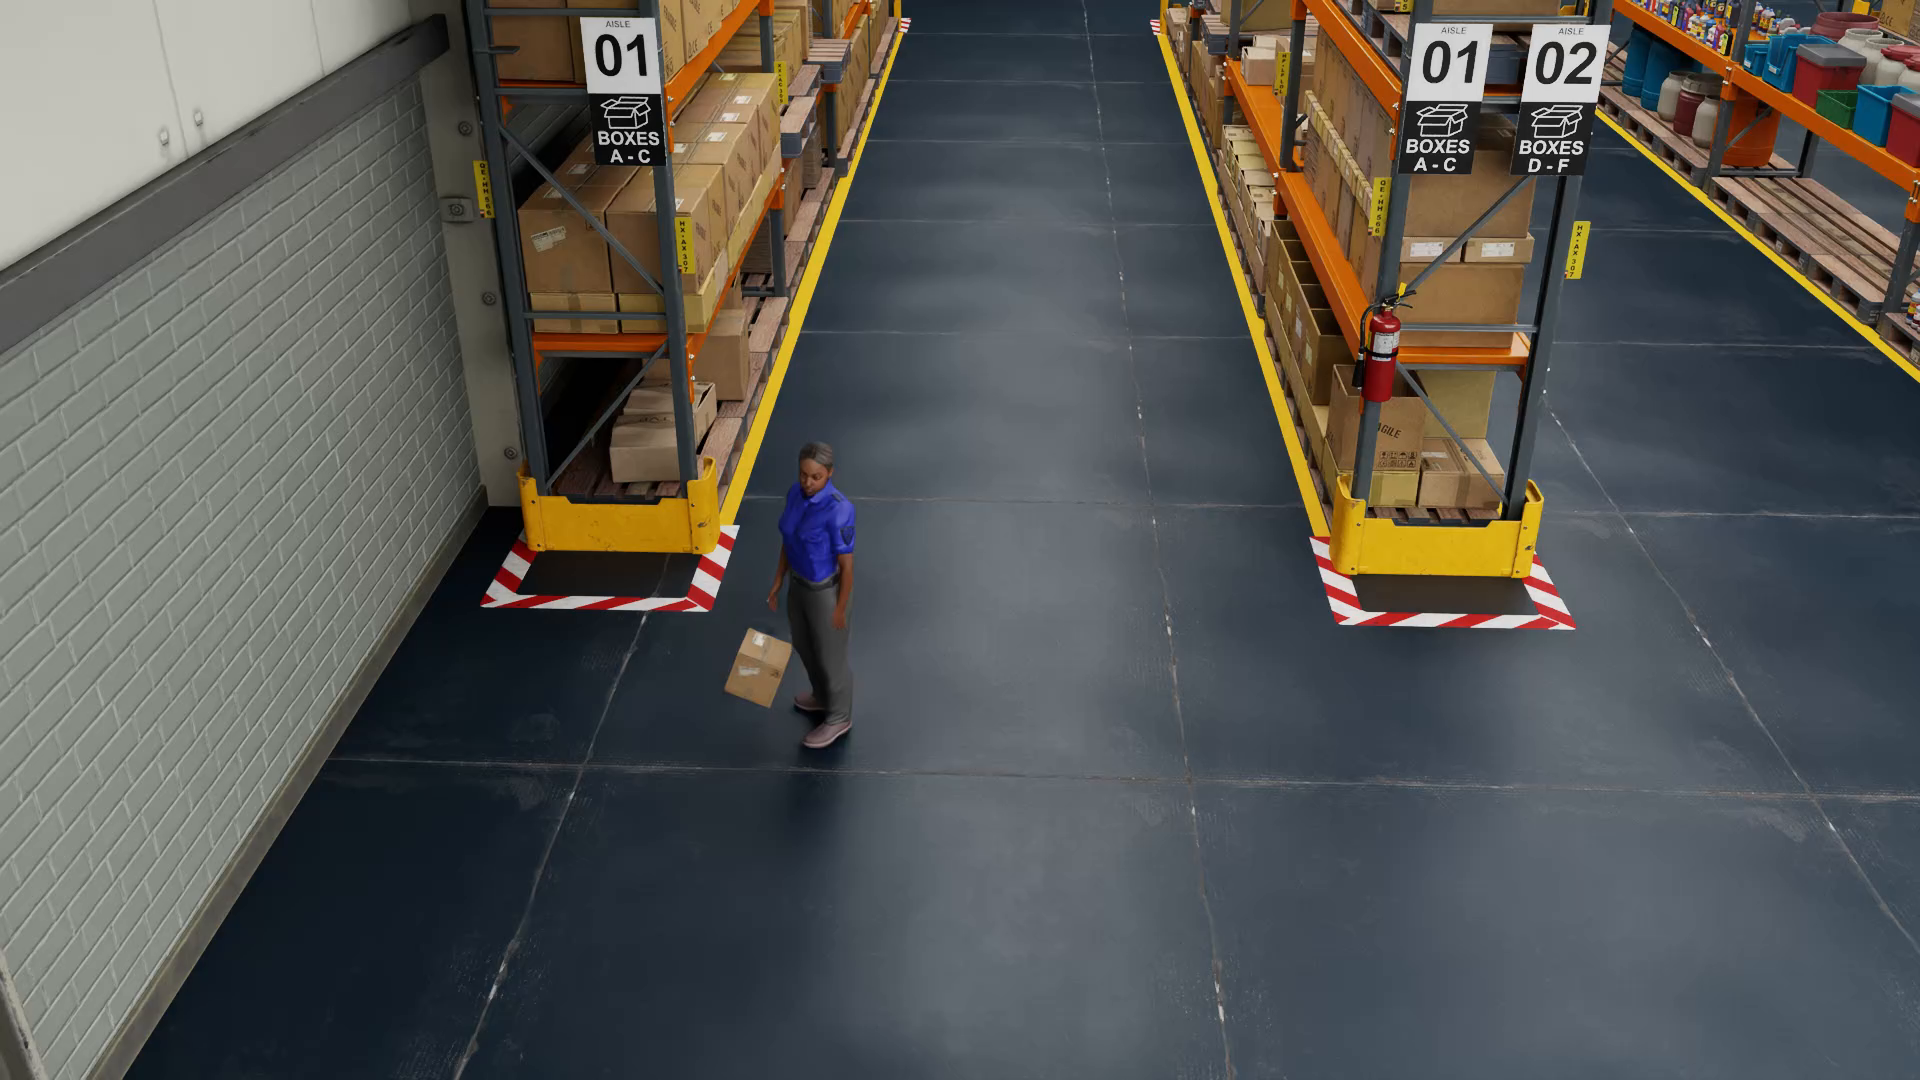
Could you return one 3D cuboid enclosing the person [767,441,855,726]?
[{"bbox_3d":[-0.682,0.234,8.082,0.391,1.589,0.481,-20,34,-33],"label":"person"}]
